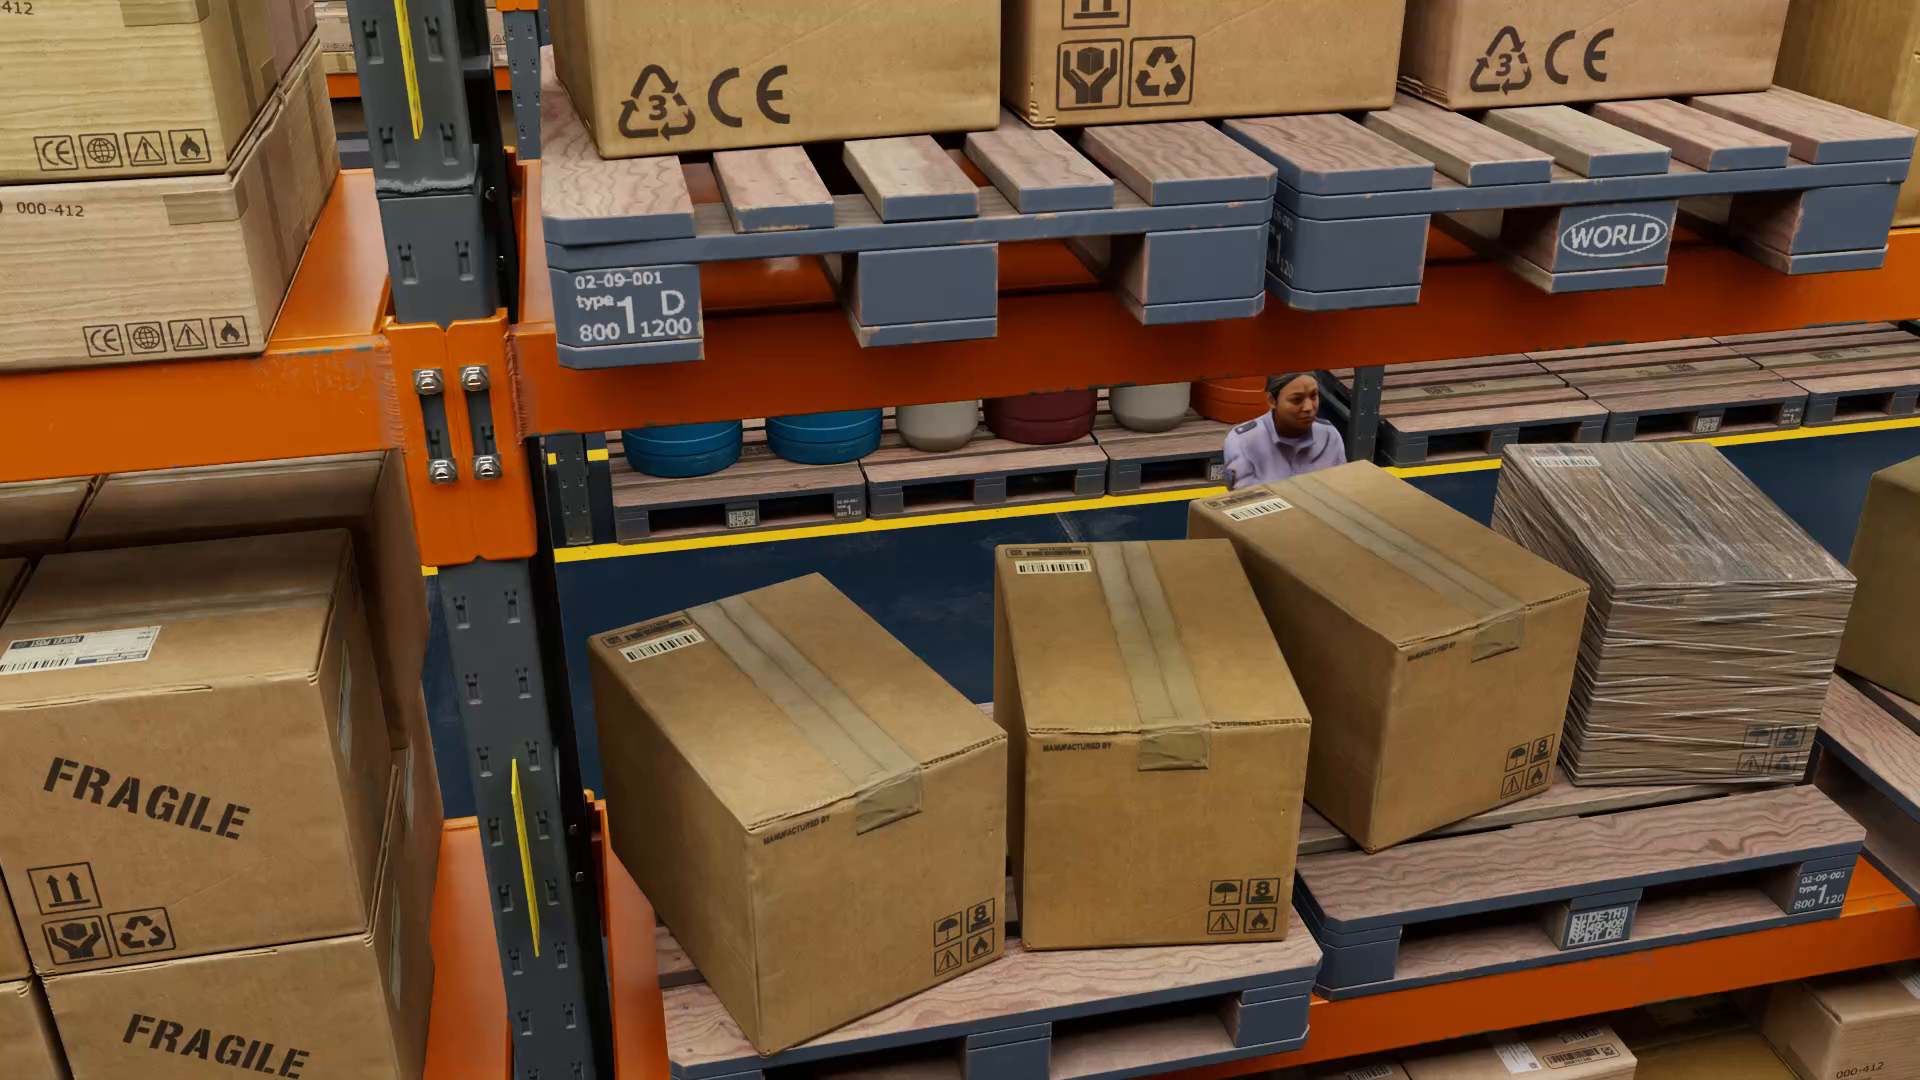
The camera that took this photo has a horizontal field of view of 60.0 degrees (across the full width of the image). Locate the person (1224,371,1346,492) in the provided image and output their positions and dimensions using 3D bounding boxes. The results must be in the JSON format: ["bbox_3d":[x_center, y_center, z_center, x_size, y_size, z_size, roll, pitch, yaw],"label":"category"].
[{"bbox_3d":[1.122,0.159,5.831,0.435,1.647,0.529,-6,28,-12],"label":"person"}]
